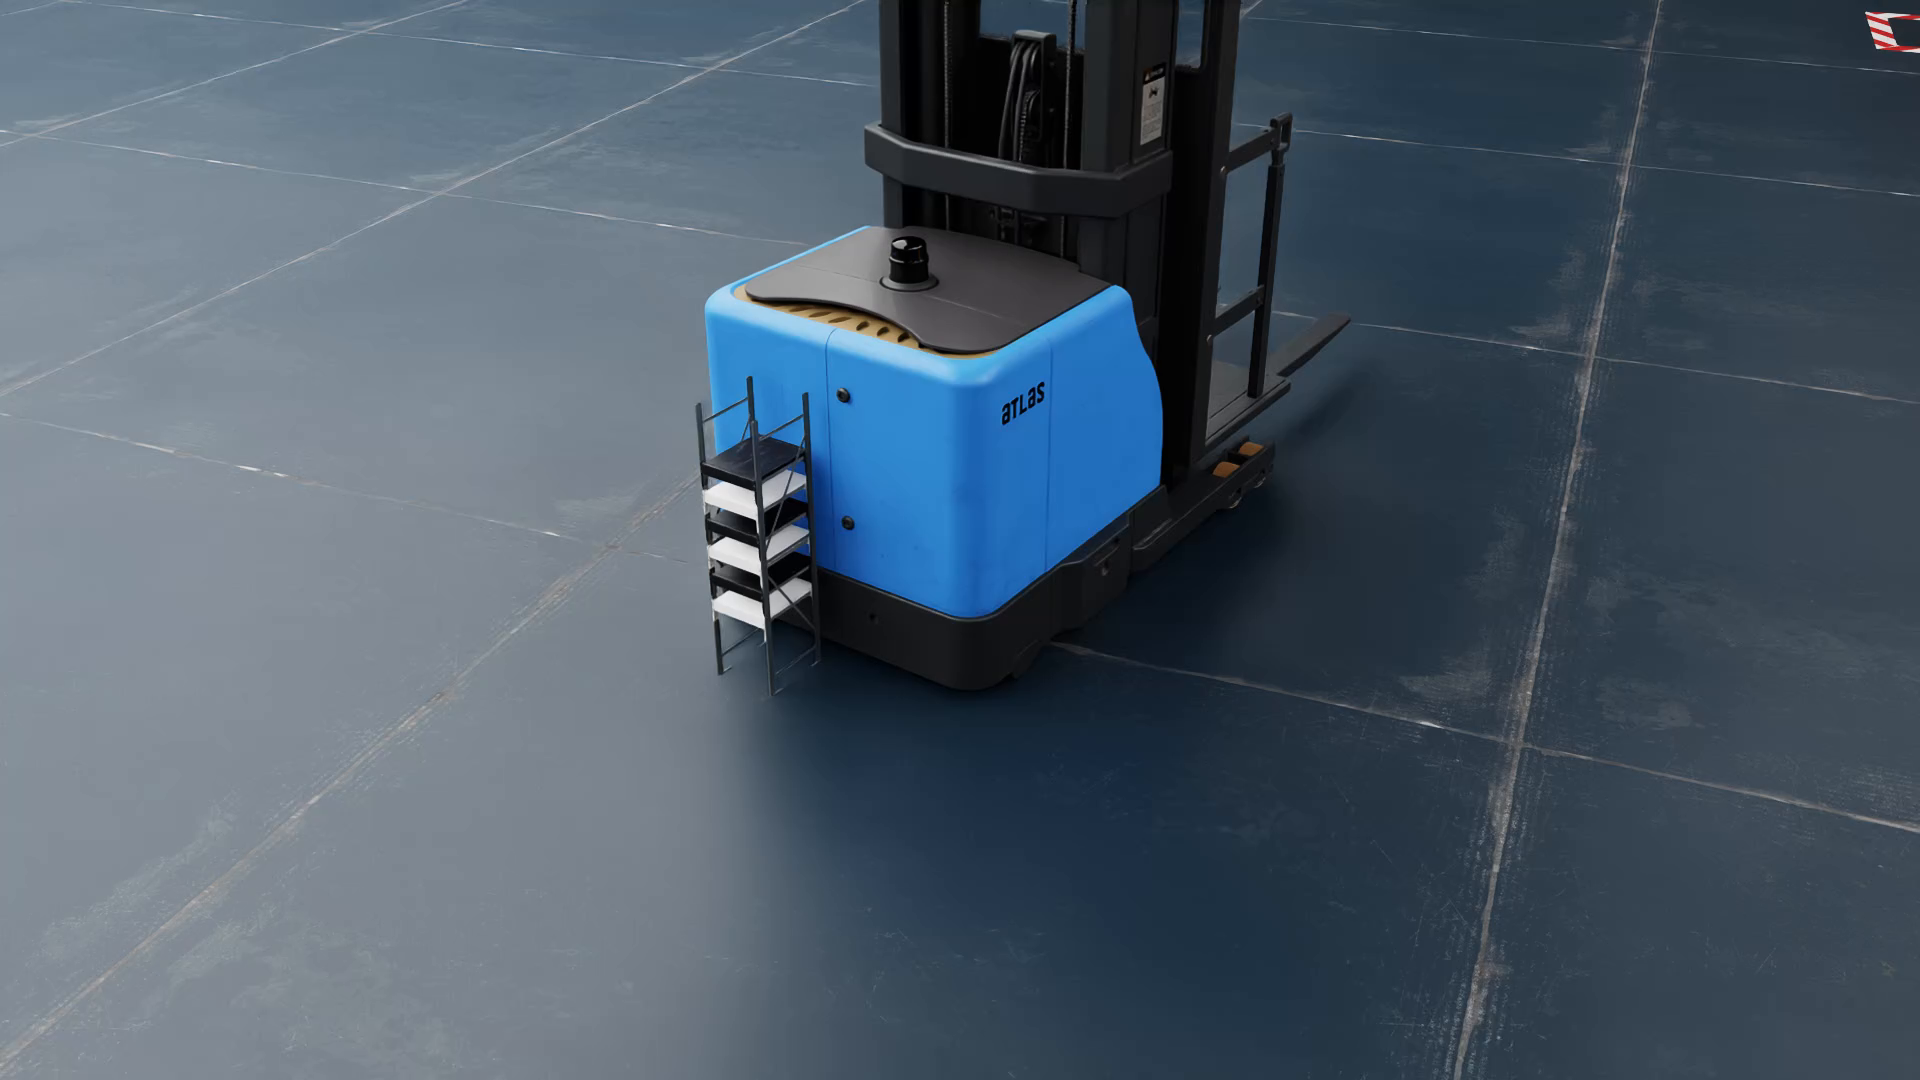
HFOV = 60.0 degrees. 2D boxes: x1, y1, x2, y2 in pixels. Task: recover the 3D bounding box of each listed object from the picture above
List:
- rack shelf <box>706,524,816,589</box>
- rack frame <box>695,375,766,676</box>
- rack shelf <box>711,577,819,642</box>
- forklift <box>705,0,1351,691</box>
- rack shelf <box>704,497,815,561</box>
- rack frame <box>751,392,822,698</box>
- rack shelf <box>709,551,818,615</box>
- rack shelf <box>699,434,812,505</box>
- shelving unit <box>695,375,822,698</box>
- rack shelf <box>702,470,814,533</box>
[{"bbox_3d":[-0.578,0.027,4.855,0.200,0.077,0.258,18,34,29],"label":"rack shelf"},{"bbox_3d":[-0.662,-0.029,4.888,0.006,0.900,0.240,18,34,29],"label":"rack frame"},{"bbox_3d":[-0.578,0.184,4.943,0.200,0.077,0.258,18,34,29],"label":"rack shelf"},{"bbox_3d":[0.496,-1.512,5.446,1.130,2.935,3.031,19,35,30],"label":"forklift"},{"bbox_3d":[-0.578,-0.051,4.810,0.200,0.077,0.258,18,34,29],"label":"rack shelf"},{"bbox_3d":[-0.493,0.026,4.789,0.006,0.900,0.240,18,34,29],"label":"rack frame"},{"bbox_3d":[-0.578,0.106,4.899,0.200,0.077,0.258,18,34,29],"label":"rack shelf"},{"bbox_3d":[-0.578,-0.208,4.722,0.200,0.077,0.258,18,34,29],"label":"rack shelf"},{"bbox_3d":[-0.578,-0.002,4.838,0.210,0.900,0.258,18,34,29],"label":"shelving unit"},{"bbox_3d":[-0.578,-0.129,4.766,0.200,0.077,0.258,18,34,29],"label":"rack shelf"}]
